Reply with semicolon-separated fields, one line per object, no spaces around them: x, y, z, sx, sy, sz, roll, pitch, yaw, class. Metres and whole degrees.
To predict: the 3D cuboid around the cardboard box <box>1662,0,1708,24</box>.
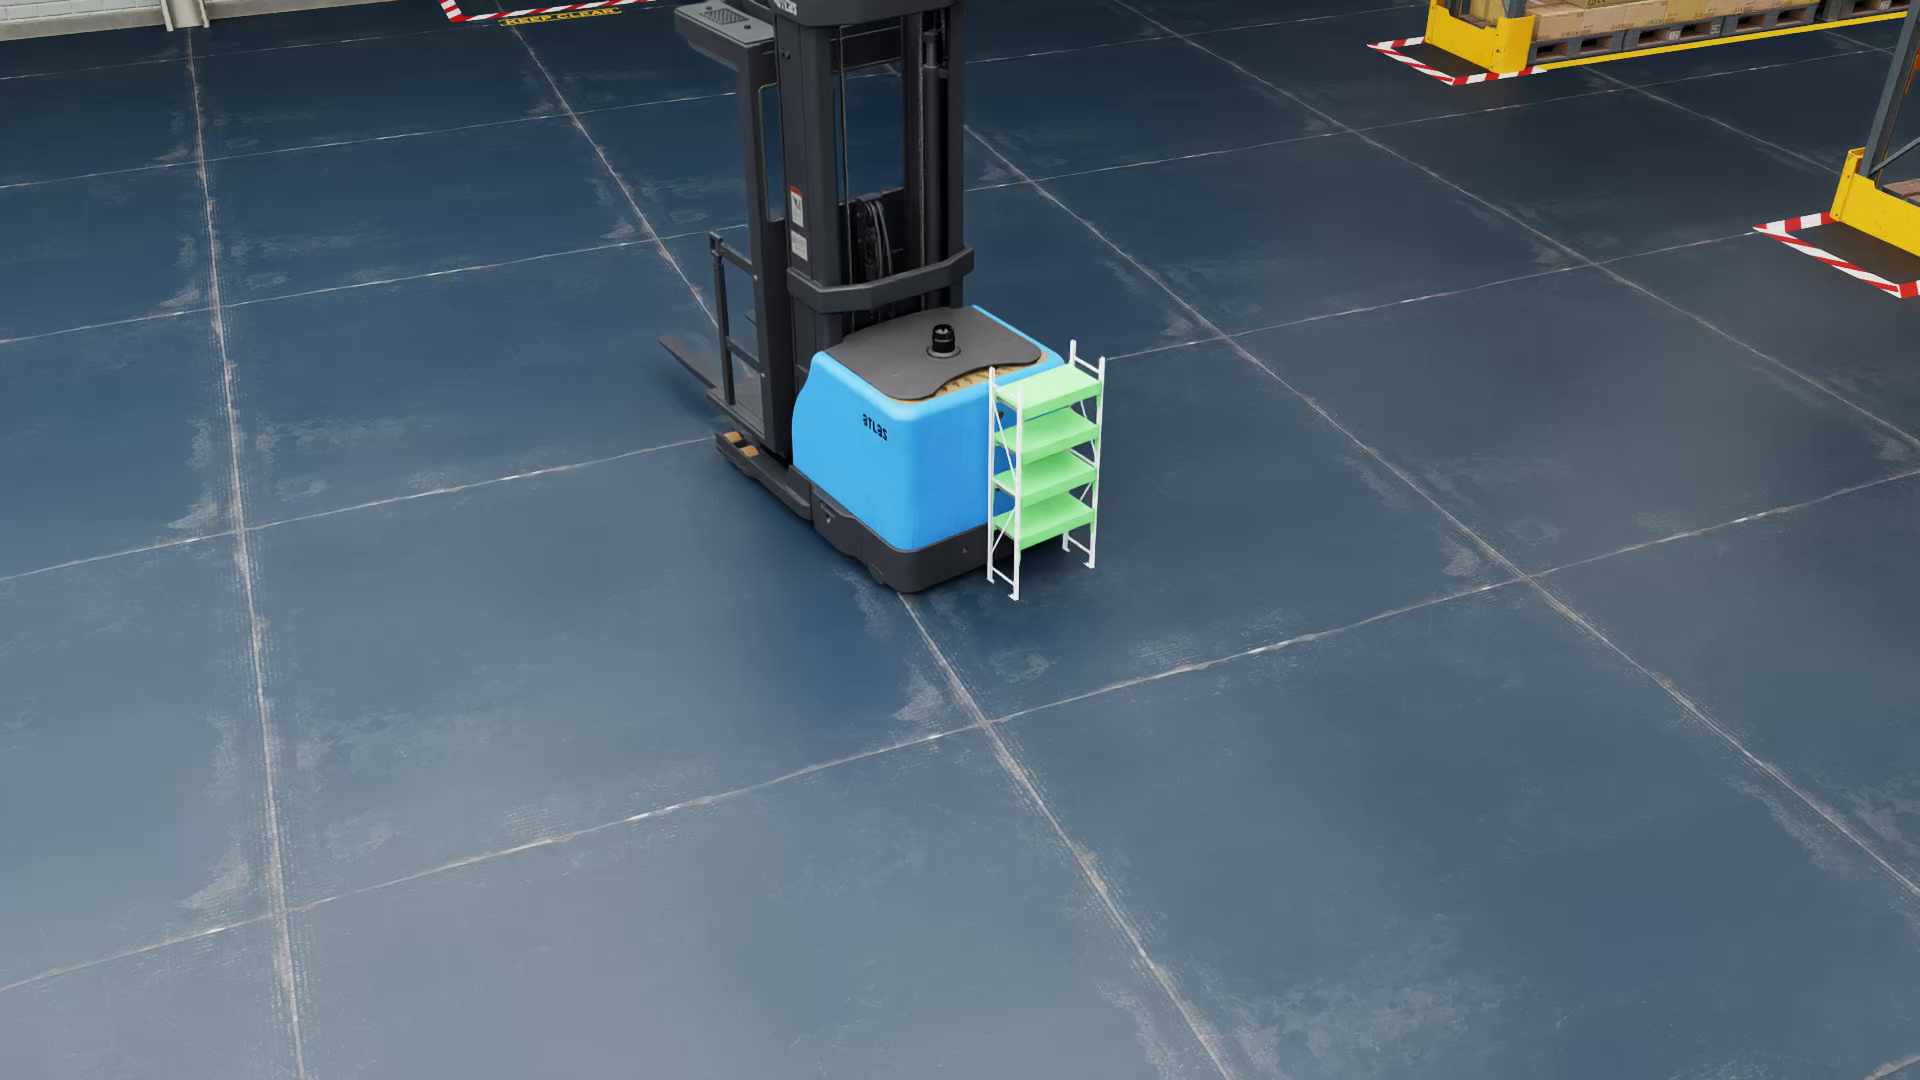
6.888;-5.232;16.177;0.500;0.250;0.500;-13;35;-19;cardboard box

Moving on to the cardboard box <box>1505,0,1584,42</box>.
5.504;-4.916;15.692;0.500;0.250;0.500;-13;35;-19;cardboard box

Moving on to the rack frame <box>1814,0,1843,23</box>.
8.611;-6.736;16.352;0.127;3.000;1.000;-13;35;-19;rack frame

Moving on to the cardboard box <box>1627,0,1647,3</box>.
6.420;-5.449;15.823;0.500;0.500;0.500;-13;35;-19;cardboard box

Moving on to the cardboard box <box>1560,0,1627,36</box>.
5.963;-5.024;15.857;0.500;0.250;0.500;-13;35;-19;cardboard box

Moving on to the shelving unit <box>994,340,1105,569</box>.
0.418;-0.333;8.161;0.492;1.200;0.258;-21;39;-29;shelving unit

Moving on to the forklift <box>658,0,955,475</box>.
-0.720;-1.728;8.718;1.121;2.935;3.031;-21;39;-29;forklift

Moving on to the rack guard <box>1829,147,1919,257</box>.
6.889;-2.392;11.968;0.348;0.500;1.175;-13;35;-19;rack guard

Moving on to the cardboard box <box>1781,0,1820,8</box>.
8.268;-5.552;16.668;0.500;0.250;0.500;-13;35;-19;cardboard box

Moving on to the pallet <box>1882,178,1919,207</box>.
7.640;-2.440;12.306;1.213;0.211;1.003;-13;35;-19;pallet

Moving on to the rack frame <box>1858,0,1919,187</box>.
6.837;-3.400;11.225;0.127;3.000;1.000;-13;35;-19;rack frame

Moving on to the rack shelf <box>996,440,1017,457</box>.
0.413;-0.502;8.047;0.442;0.029;0.199;-21;39;-29;rack shelf

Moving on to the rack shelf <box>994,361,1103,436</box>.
0.413;-0.680;7.931;0.480;0.148;0.258;-21;39;-29;rack shelf

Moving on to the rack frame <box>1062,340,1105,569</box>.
0.611;-0.408;8.278;0.015;1.200;0.240;-21;39;-29;rack frame

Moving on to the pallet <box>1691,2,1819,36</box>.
7.862;-5.421;16.887;1.213;0.211;1.003;-13;35;-19;pallet

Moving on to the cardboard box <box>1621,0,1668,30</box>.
6.425;-5.129;16.019;0.500;0.250;0.500;-13;35;-19;cardboard box

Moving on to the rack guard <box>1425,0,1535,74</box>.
4.901;-4.839;15.728;0.348;0.500;1.175;-13;35;-19;rack guard

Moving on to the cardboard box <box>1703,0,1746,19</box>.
7.348;-5.338;16.340;0.500;0.250;0.500;-13;35;-19;cardboard box

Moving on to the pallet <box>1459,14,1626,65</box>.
5.612;-4.905;16.095;1.213;0.211;1.003;-13;35;-19;pallet

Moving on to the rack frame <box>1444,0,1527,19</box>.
4.923;-5.892;15.054;0.127;3.000;1.000;-13;35;-19;rack frame

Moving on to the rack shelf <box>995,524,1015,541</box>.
0.413;-0.100;8.308;0.442;0.029;0.199;-21;39;-29;rack shelf

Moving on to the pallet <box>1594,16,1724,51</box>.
6.735;-5.161;16.488;1.213;0.211;1.003;-13;35;-19;pallet

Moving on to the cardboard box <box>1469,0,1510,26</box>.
5.303;-5.177;16.092;0.500;0.250;0.500;-13;35;-19;cardboard box

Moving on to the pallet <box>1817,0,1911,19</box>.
9.276;-5.743;17.382;1.213;0.211;1.003;-13;35;-19;pallet
